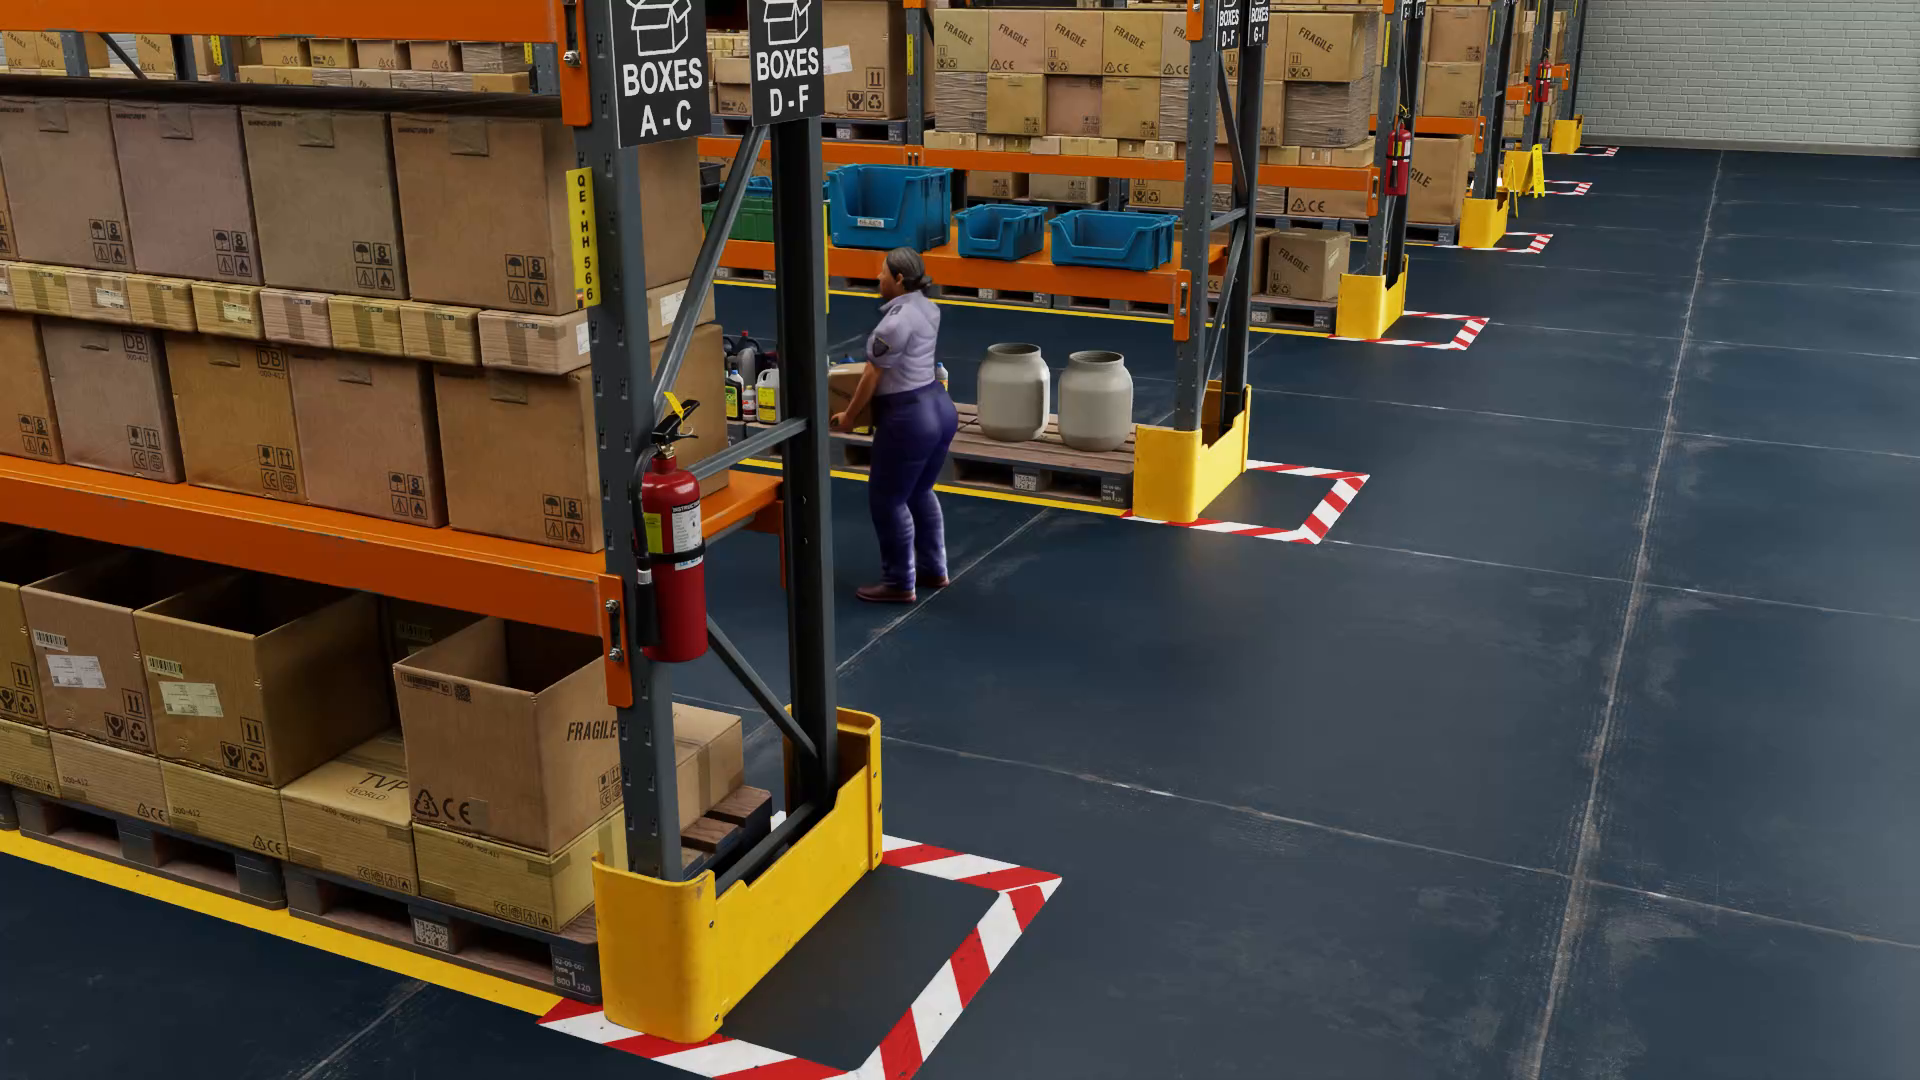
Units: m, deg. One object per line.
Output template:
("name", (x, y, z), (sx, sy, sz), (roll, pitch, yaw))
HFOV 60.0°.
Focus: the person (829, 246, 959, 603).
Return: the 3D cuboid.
("person", (-0.302, -0.526, 7.617), (0.534, 1.646, 0.435), (8, 21, 22))
